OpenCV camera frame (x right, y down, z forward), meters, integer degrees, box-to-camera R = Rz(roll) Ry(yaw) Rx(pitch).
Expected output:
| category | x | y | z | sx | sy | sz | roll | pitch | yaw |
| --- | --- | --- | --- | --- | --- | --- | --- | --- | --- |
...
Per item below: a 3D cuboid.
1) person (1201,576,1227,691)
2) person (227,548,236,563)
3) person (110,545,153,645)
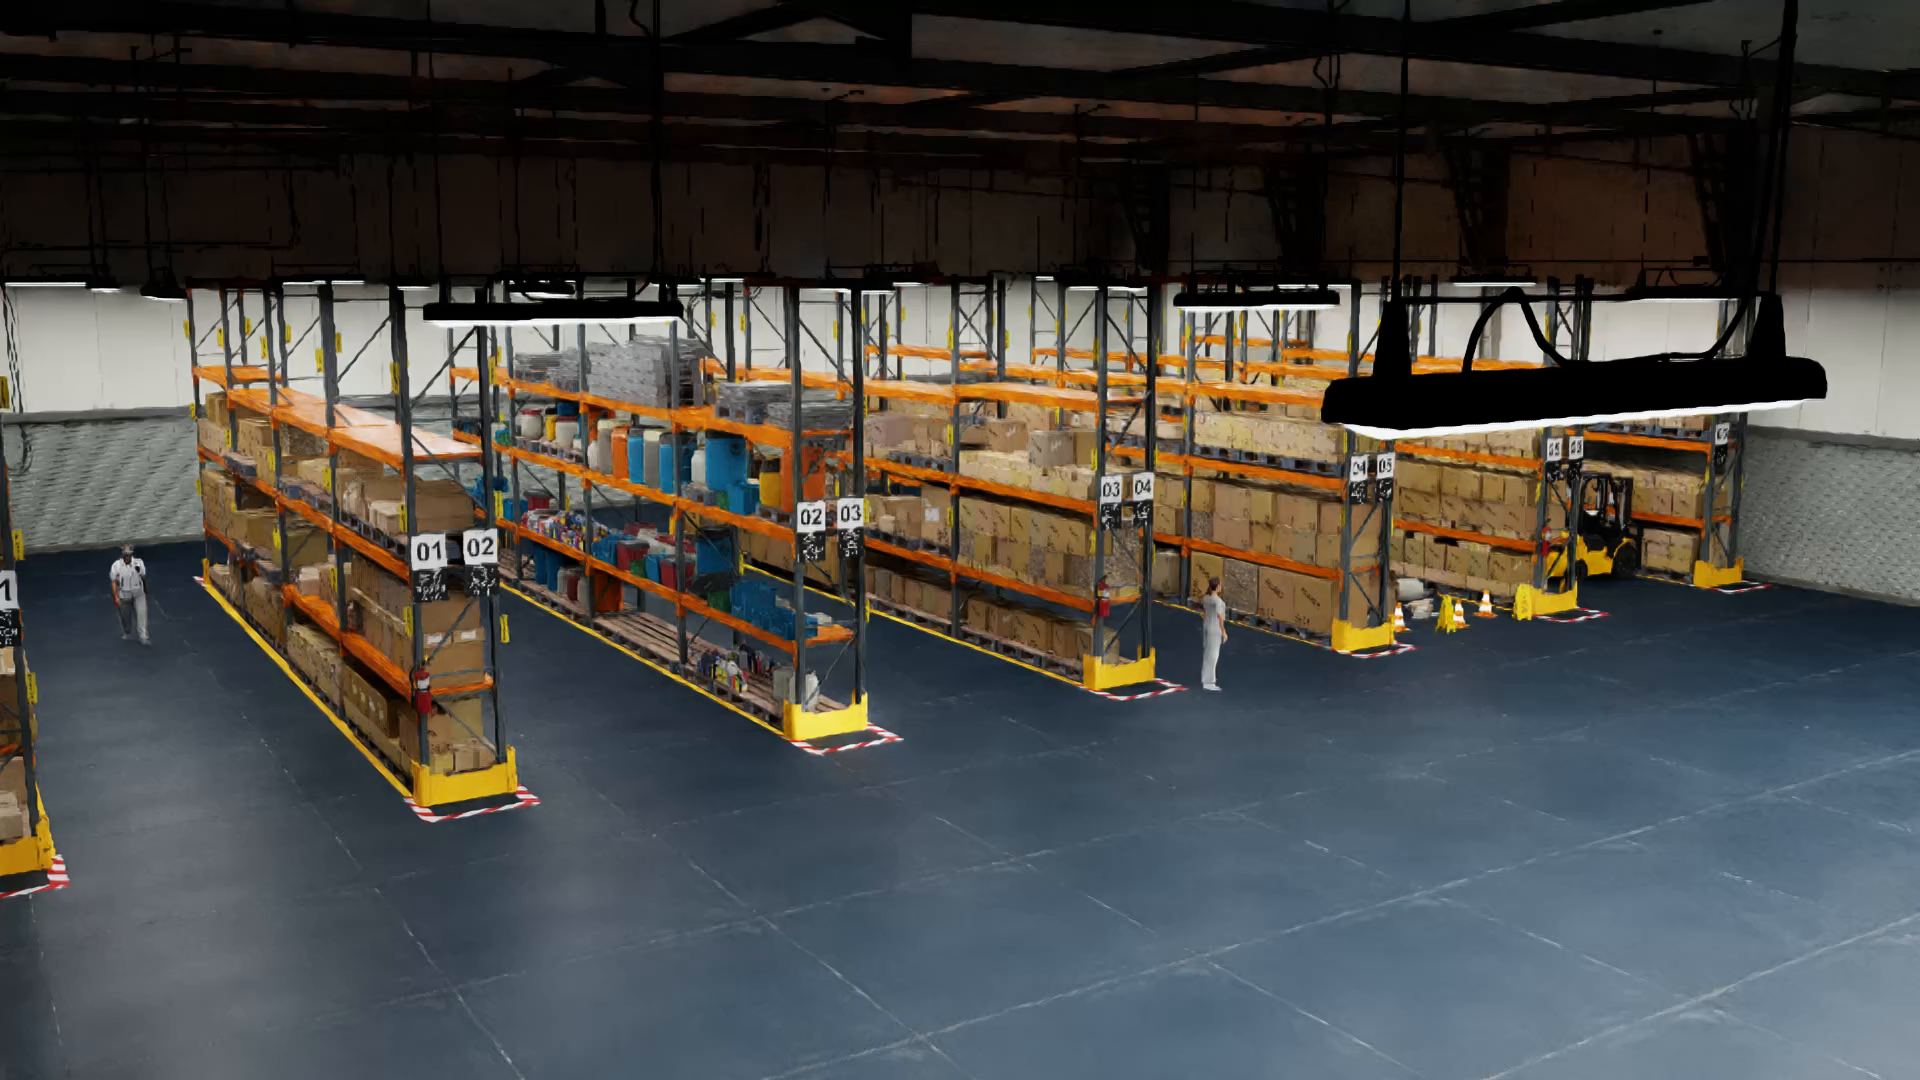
| category | x | y | z | sx | sy | sz | roll | pitch | yaw |
| --- | --- | --- | --- | --- | --- | --- | --- | --- | --- |
| person | 3.772 | 1.366 | 24.762 | 0.381 | 1.674 | 0.621 | -3 | 10 | -17 |
| person | -14.948 | -0.276 | 34.715 | 0.931 | 1.635 | 0.532 | 6 | 11 | 31 |
| person | -13.773 | 0.889 | 27.588 | 0.542 | 1.675 | 1.126 | -6 | 11 | -30 |
